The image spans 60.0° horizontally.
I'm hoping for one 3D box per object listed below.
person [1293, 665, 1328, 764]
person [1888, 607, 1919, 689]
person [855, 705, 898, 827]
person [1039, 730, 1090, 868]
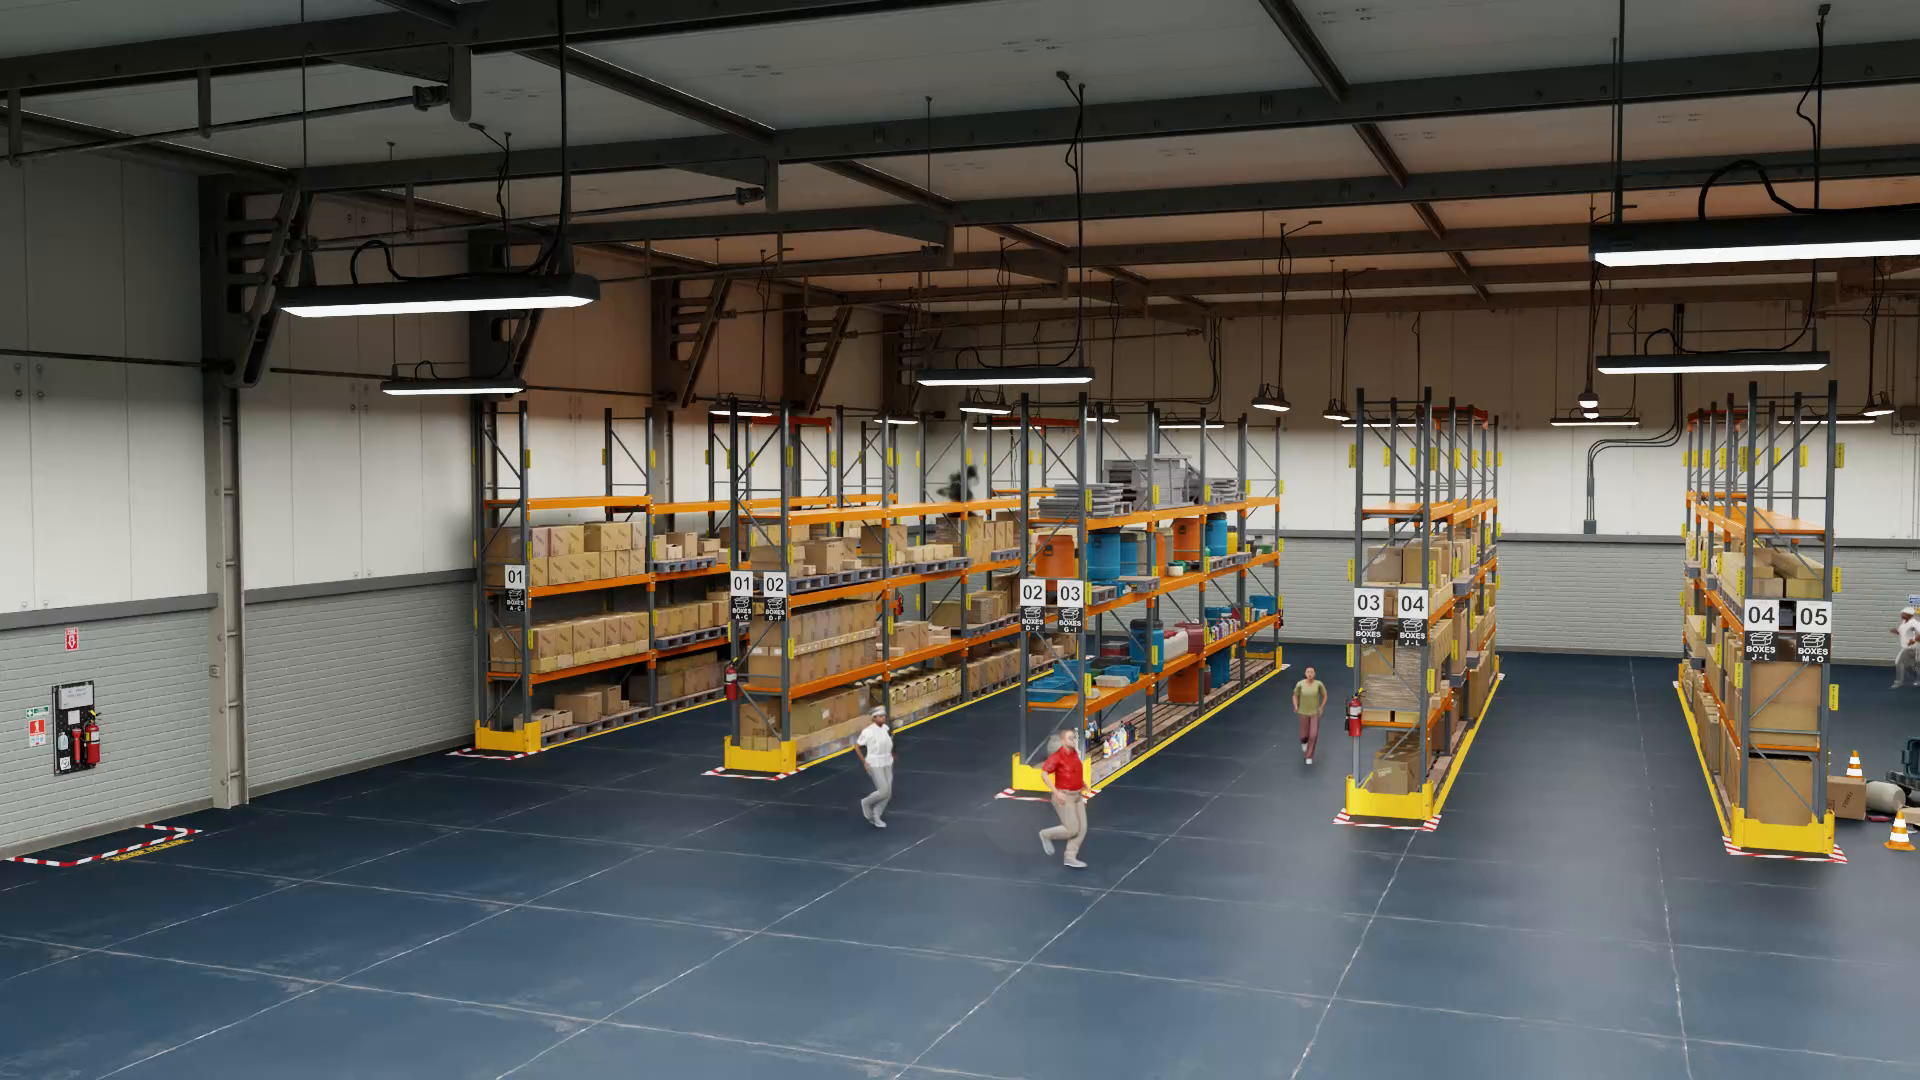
[{"bbox_3d":[5.788,2.860,27.498,0.569,1.621,0.622,1,3,12],"label":"person"},{"bbox_3d":[20.640,2.366,36.132,0.777,1.822,0.695,1,3,21],"label":"person"},{"bbox_3d":[-1.067,3.077,22.617,0.575,1.661,0.532,-3,4,-44],"label":"person"},{"bbox_3d":[1.300,3.167,20.438,0.622,1.676,0.679,2,4,38],"label":"person"}]
